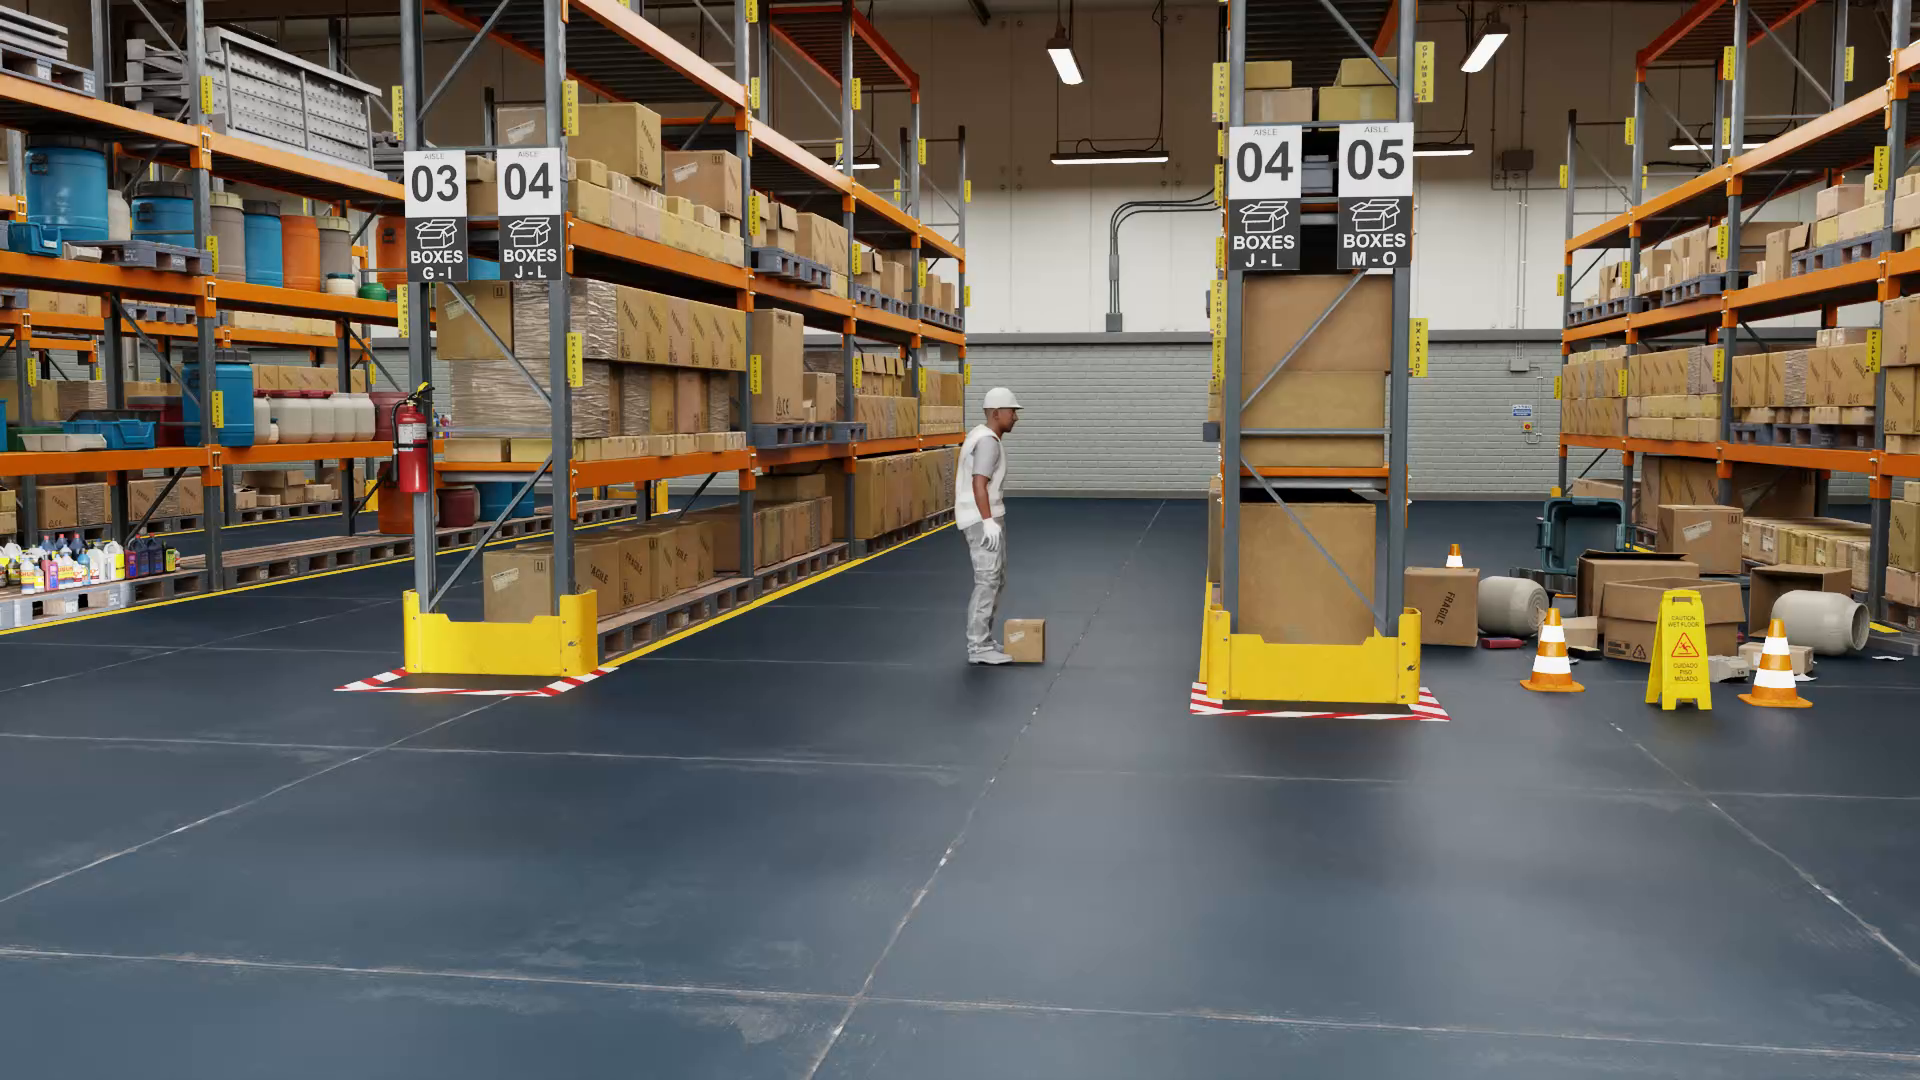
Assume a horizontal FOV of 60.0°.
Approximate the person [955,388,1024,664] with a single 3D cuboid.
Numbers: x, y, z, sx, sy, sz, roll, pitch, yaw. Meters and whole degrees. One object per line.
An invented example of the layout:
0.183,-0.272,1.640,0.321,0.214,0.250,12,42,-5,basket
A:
0.194,-0.104,10.857,0.450,1.774,0.627,0,4,5,person
